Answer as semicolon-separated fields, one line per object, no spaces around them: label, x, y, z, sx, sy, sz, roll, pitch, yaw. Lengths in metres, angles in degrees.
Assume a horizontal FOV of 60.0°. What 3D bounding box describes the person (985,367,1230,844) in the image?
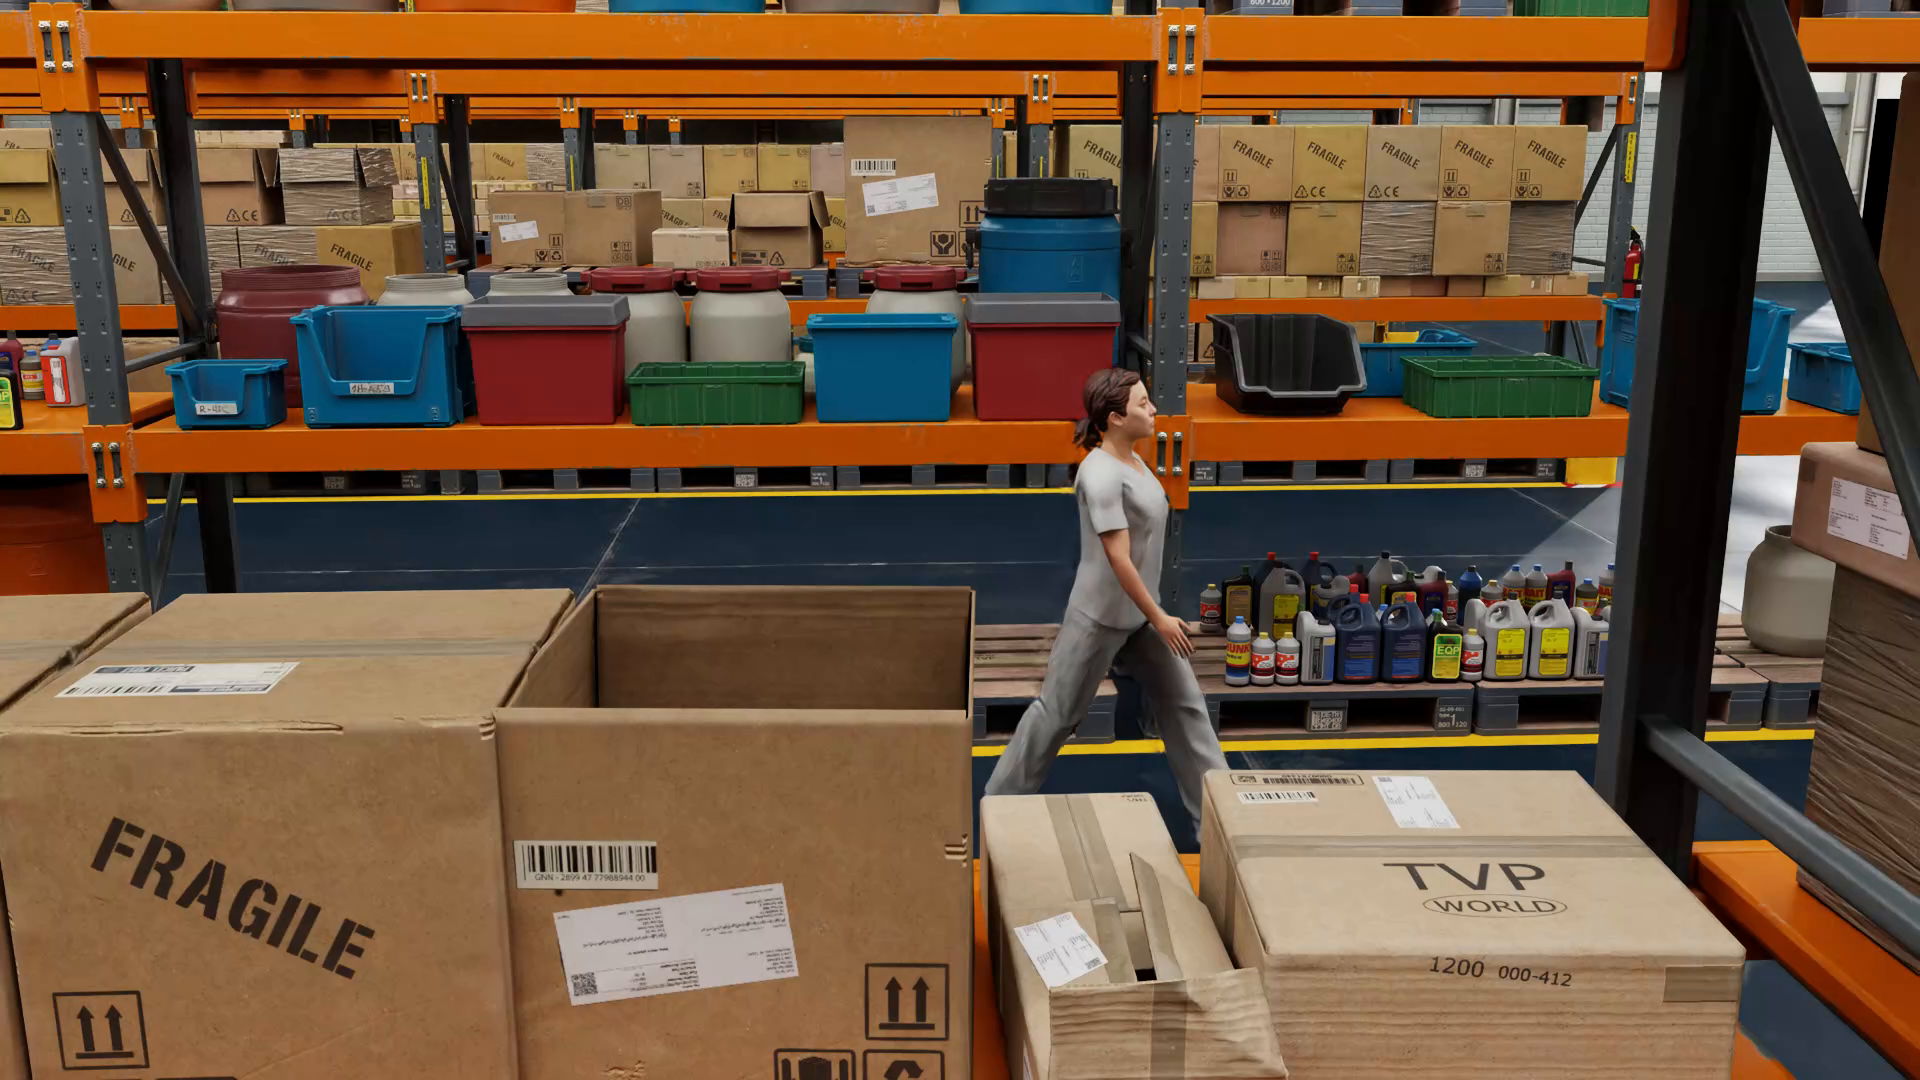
person;0.567;0.236;5.473;1.034;1.605;0.439;7;15;27
